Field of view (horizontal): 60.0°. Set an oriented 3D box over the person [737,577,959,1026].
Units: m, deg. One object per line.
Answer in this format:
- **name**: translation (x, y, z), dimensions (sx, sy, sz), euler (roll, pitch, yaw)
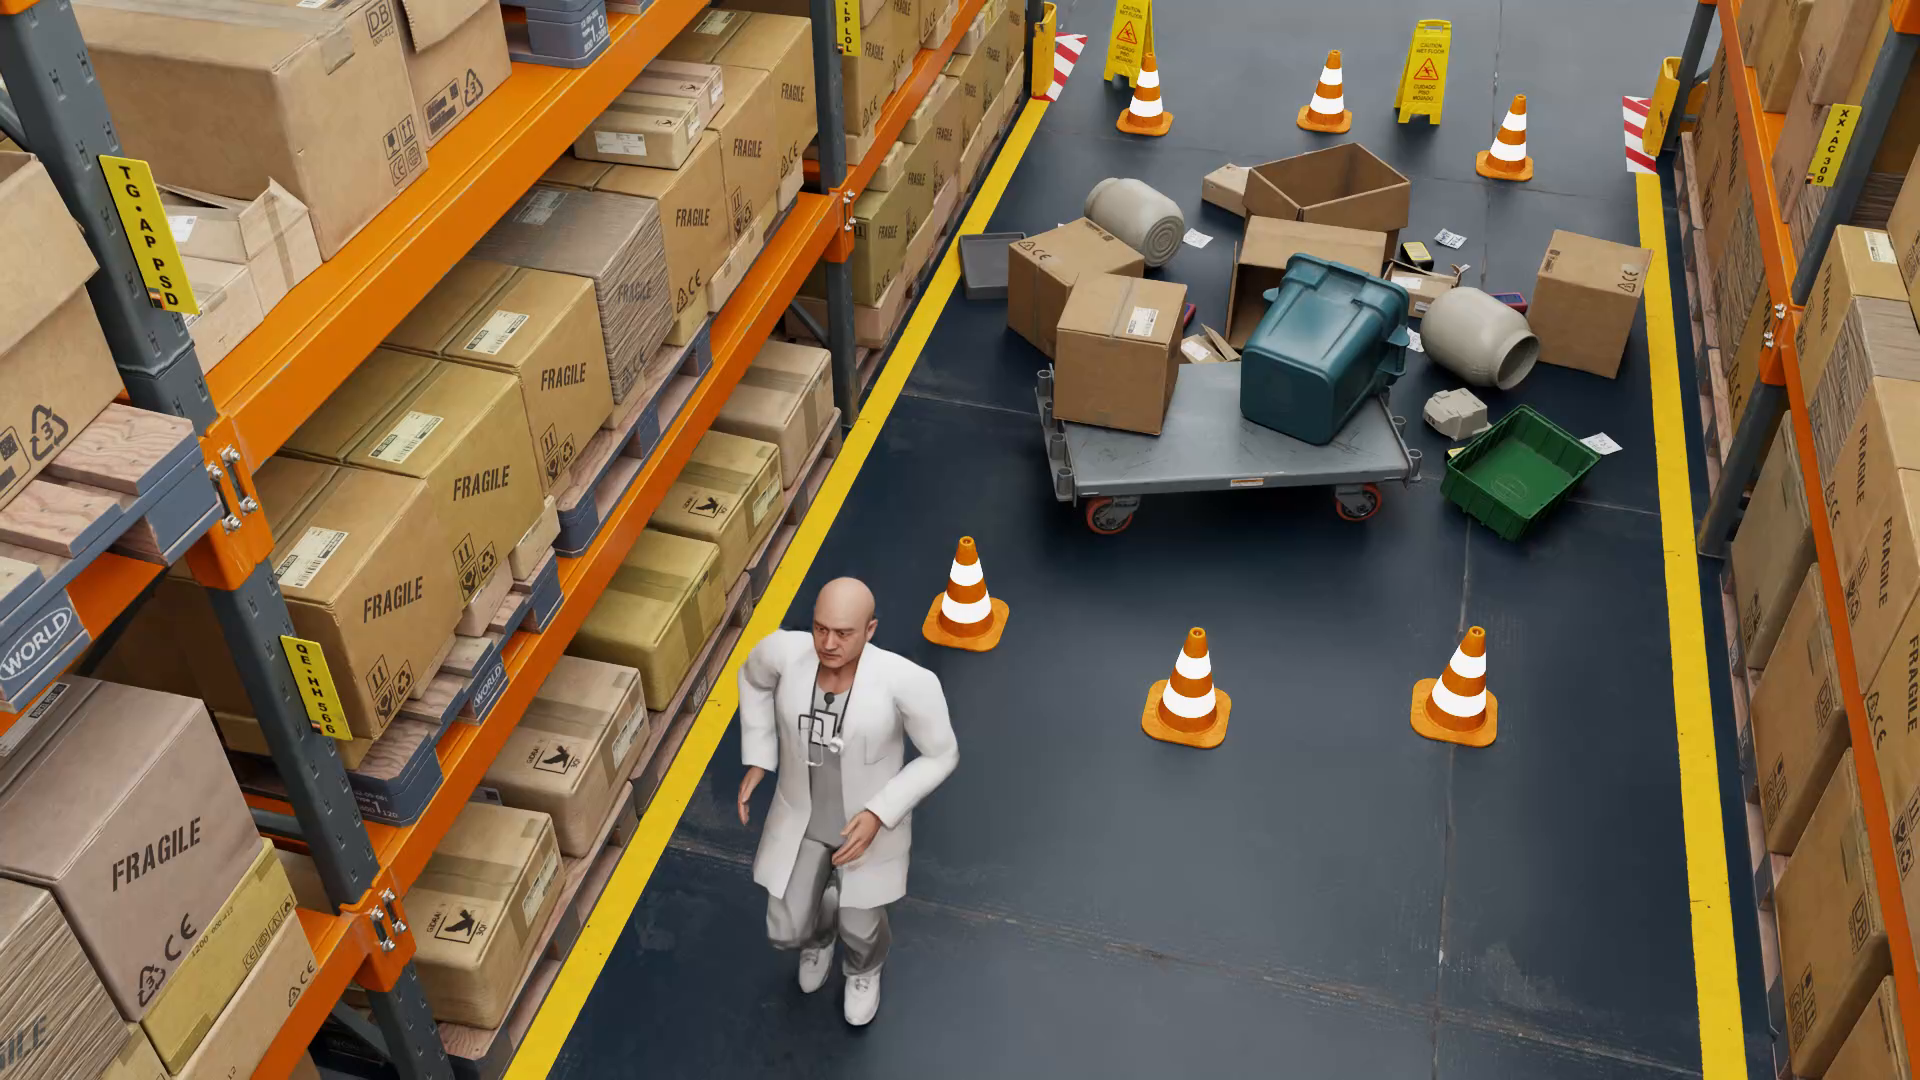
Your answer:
- **person**: translation (-0.385, 0.867, 5.197), dimensions (0.745, 1.750, 0.545), euler (9, 41, 10)
